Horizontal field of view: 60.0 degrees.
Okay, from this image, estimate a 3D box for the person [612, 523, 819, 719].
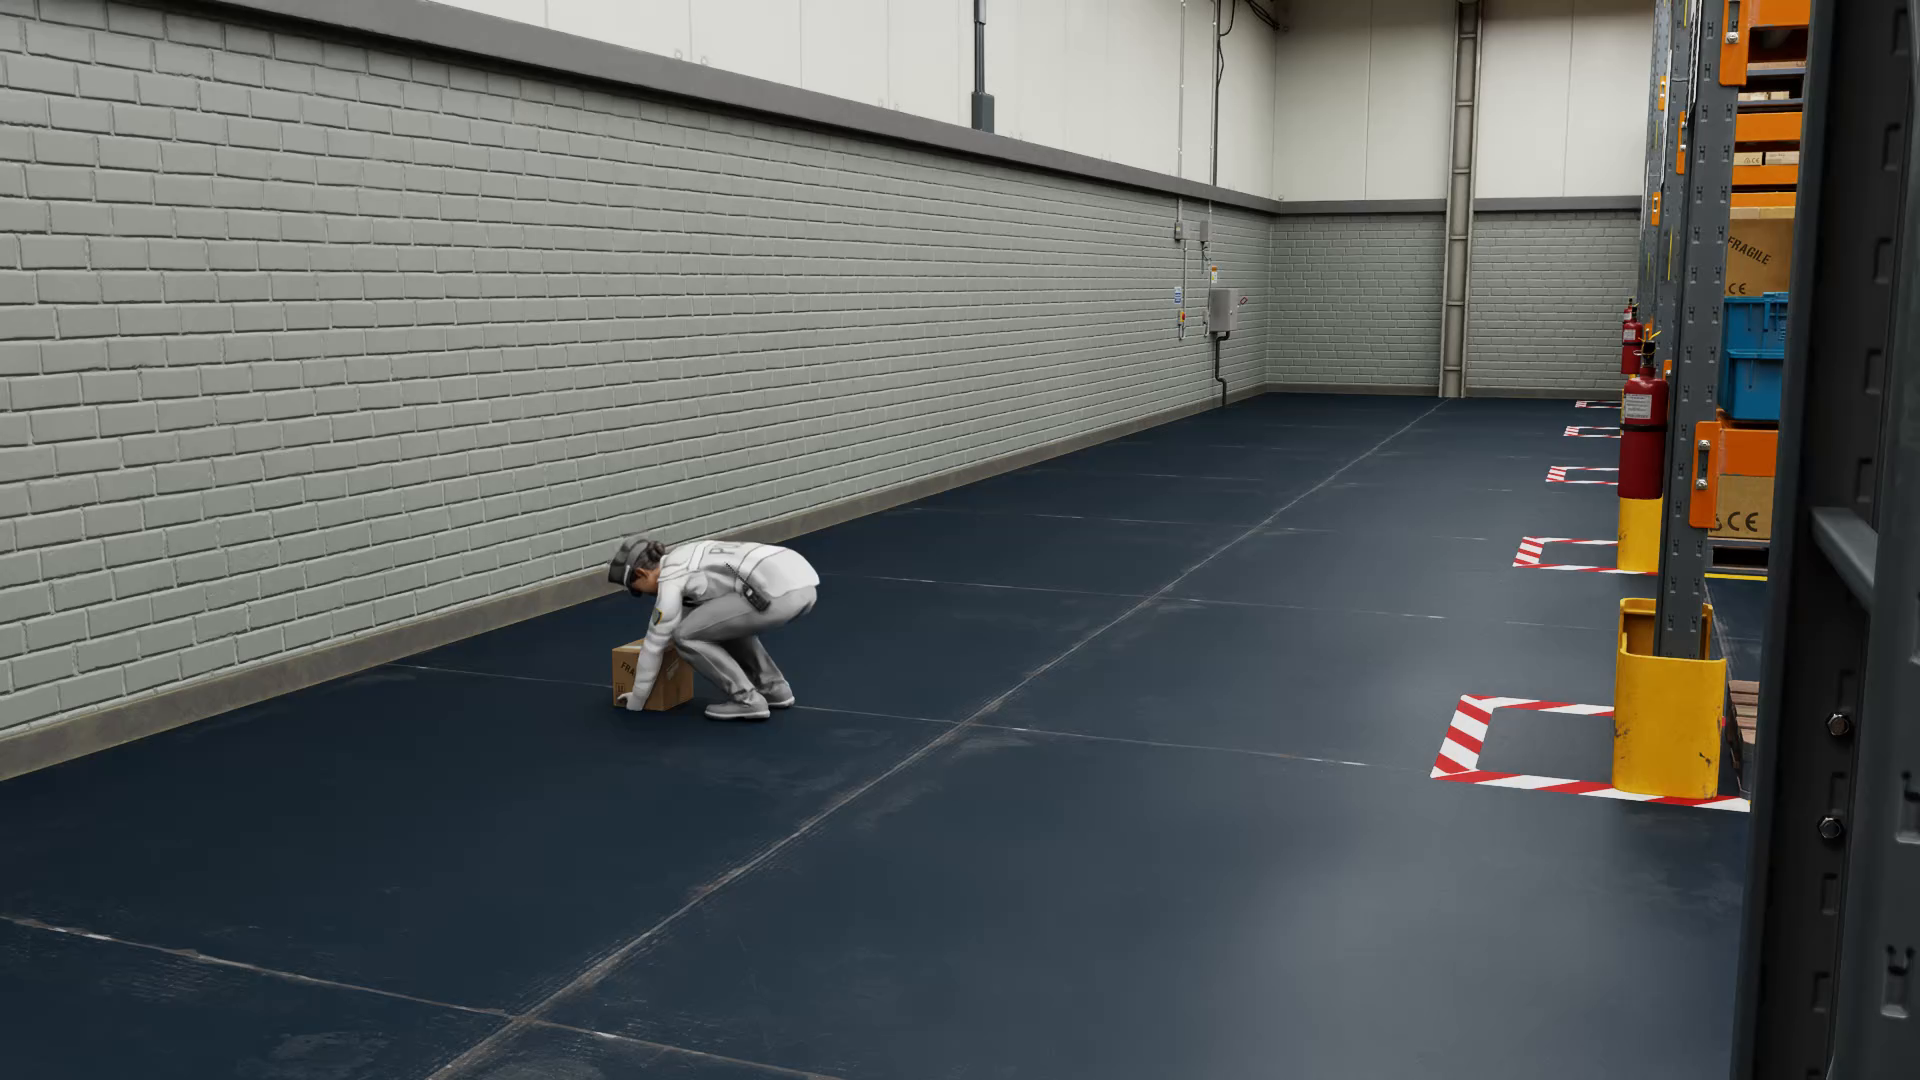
[{"bbox_3d":[-1.041,0.336,7.055,0.898,0.823,0.468,3,9,19],"label":"person"}]
